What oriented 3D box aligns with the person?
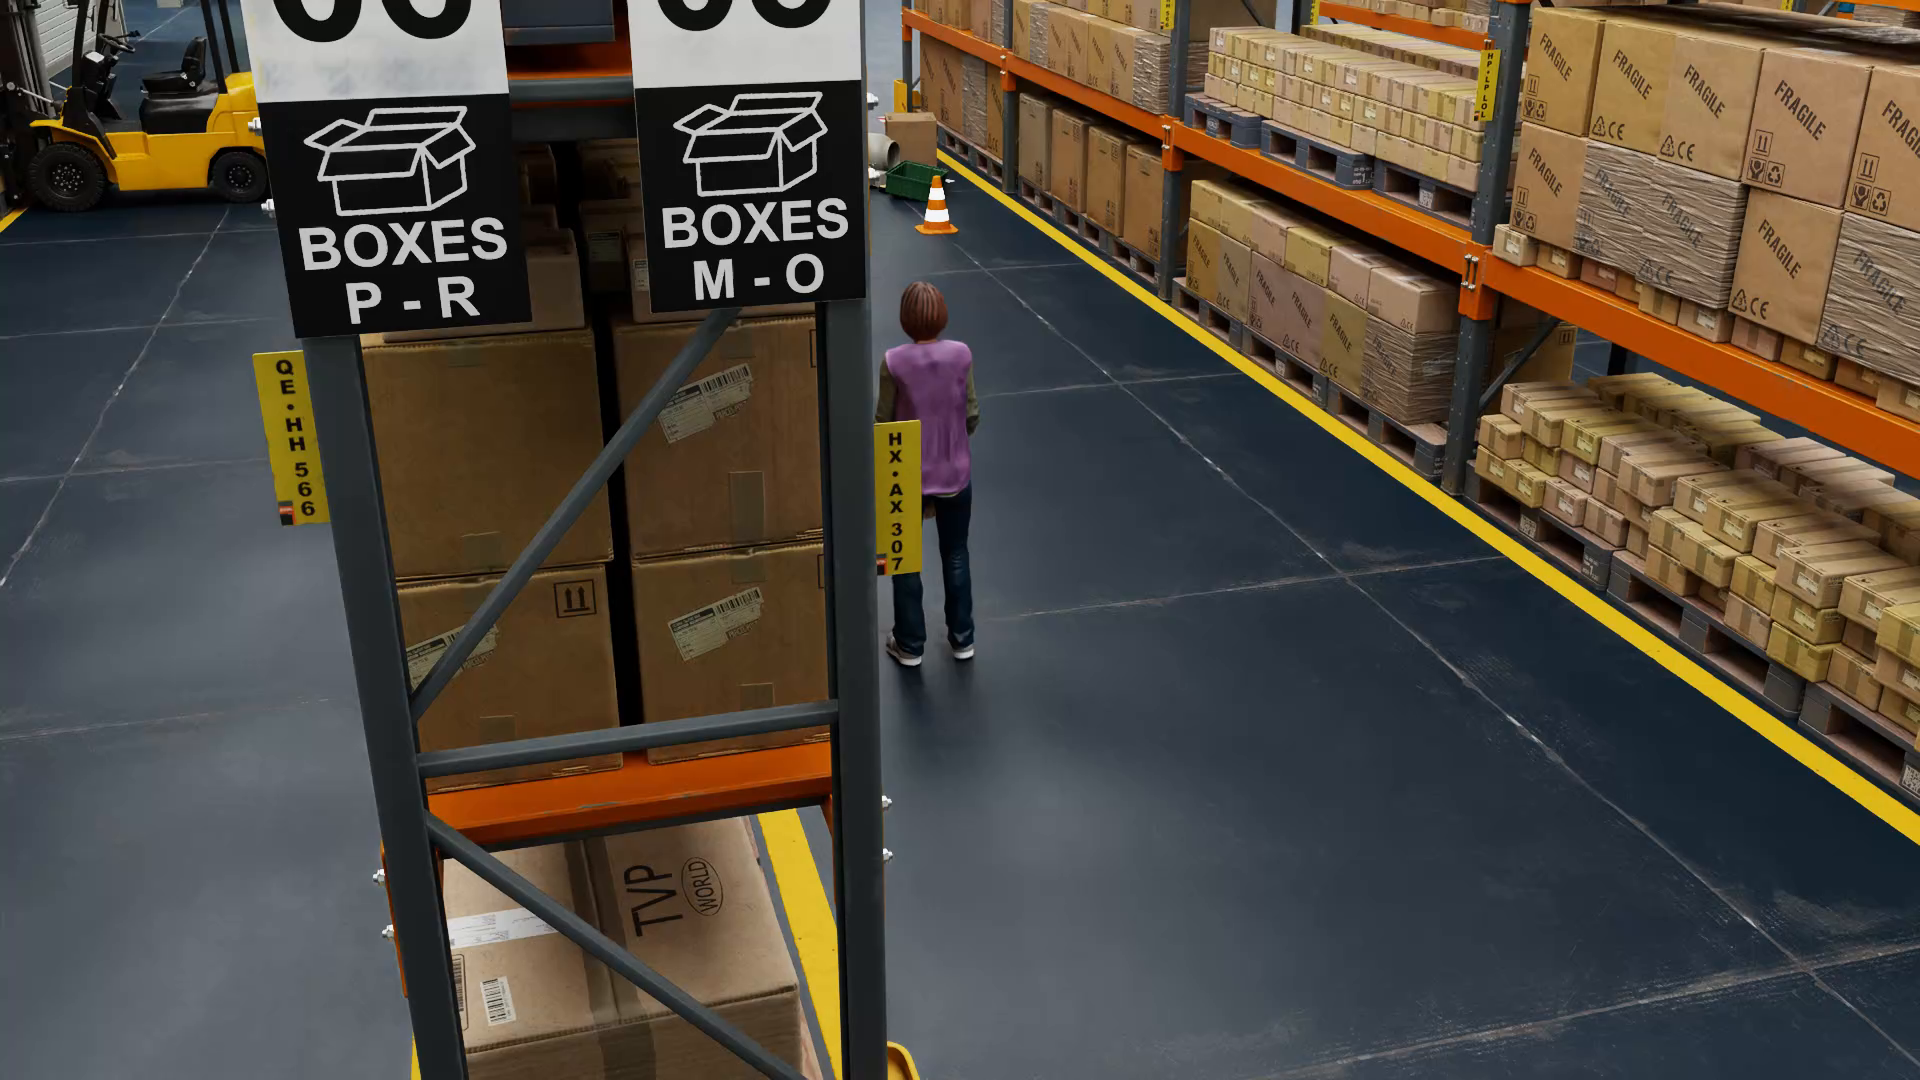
[{"bbox_3d":[-0.139,-0.254,6.689,0.445,1.602,0.371,-7,24,-15],"label":"person"}]
